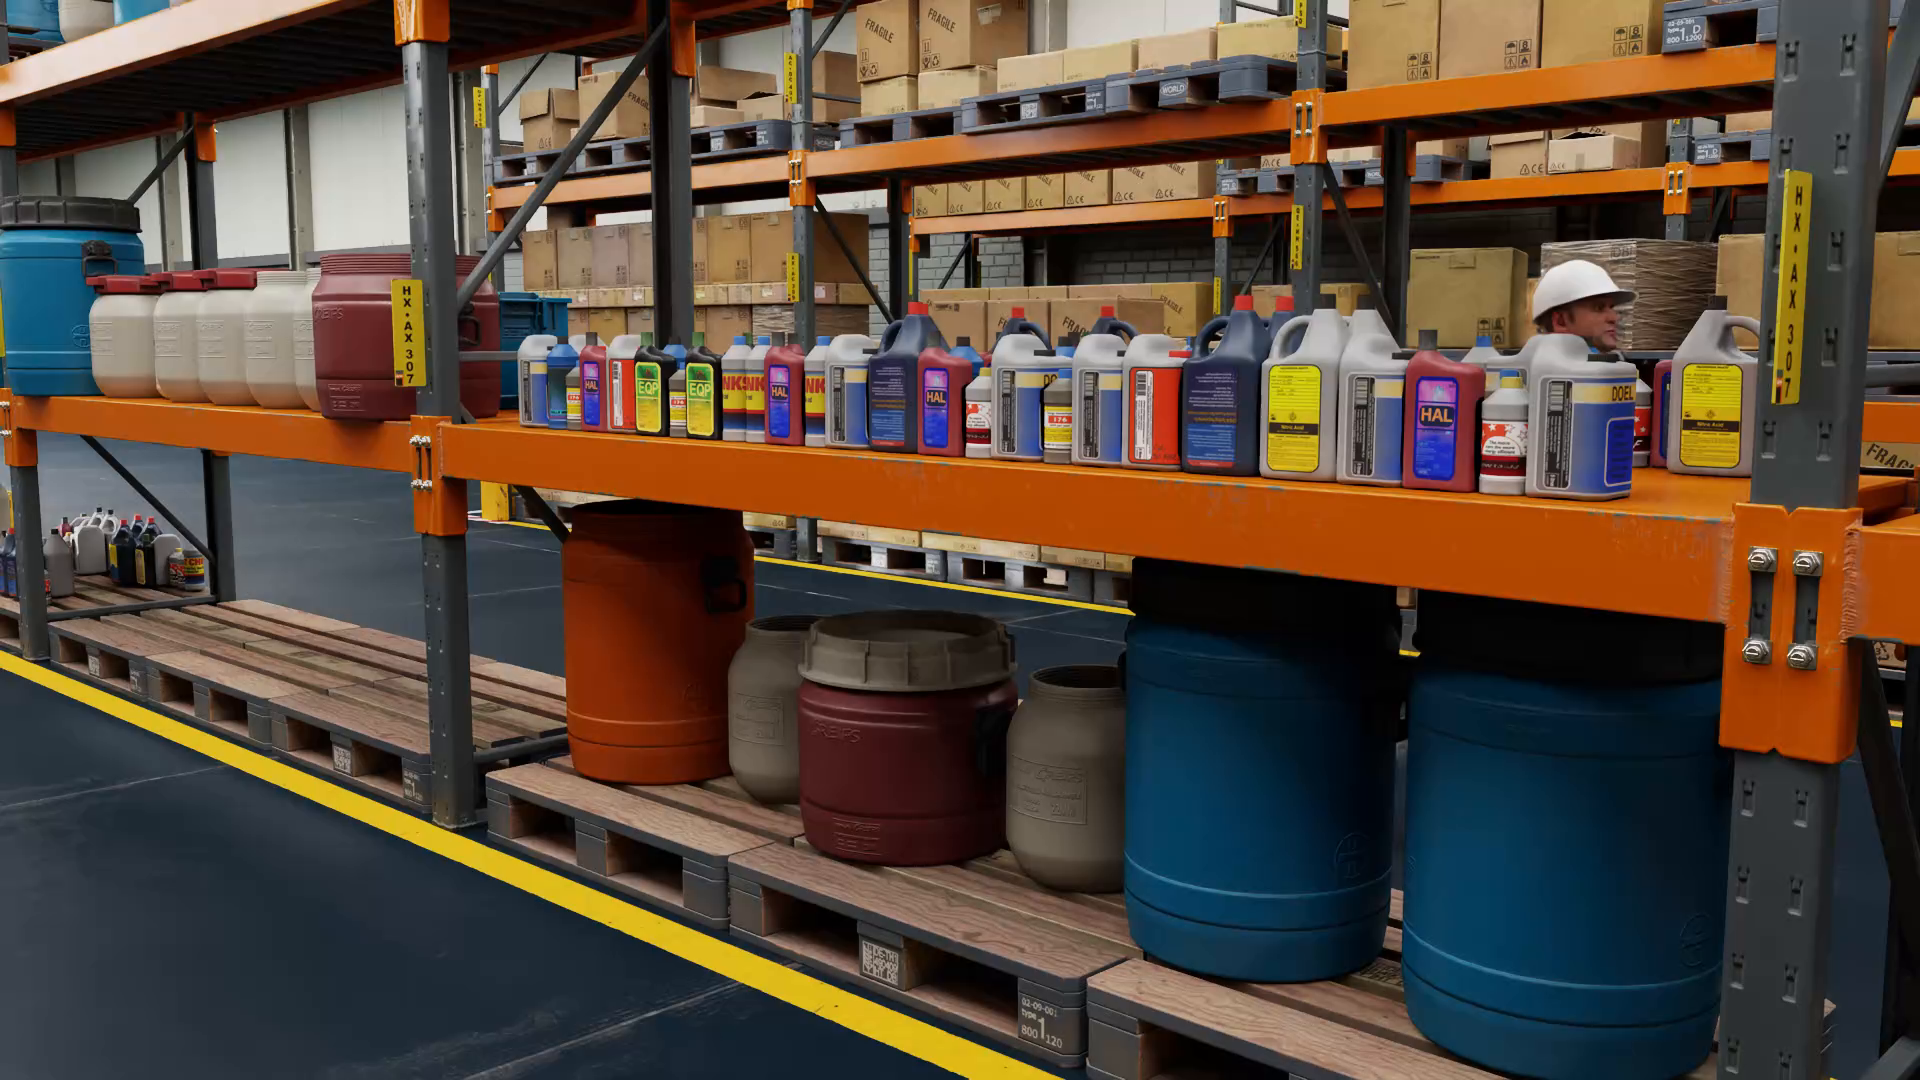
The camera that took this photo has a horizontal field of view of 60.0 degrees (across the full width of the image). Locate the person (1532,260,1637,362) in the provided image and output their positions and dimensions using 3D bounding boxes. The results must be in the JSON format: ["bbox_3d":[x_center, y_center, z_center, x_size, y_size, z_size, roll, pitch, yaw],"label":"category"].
[{"bbox_3d":[1.786,0.074,4.870,0.516,1.759,0.537,6,9,39],"label":"person"}]
